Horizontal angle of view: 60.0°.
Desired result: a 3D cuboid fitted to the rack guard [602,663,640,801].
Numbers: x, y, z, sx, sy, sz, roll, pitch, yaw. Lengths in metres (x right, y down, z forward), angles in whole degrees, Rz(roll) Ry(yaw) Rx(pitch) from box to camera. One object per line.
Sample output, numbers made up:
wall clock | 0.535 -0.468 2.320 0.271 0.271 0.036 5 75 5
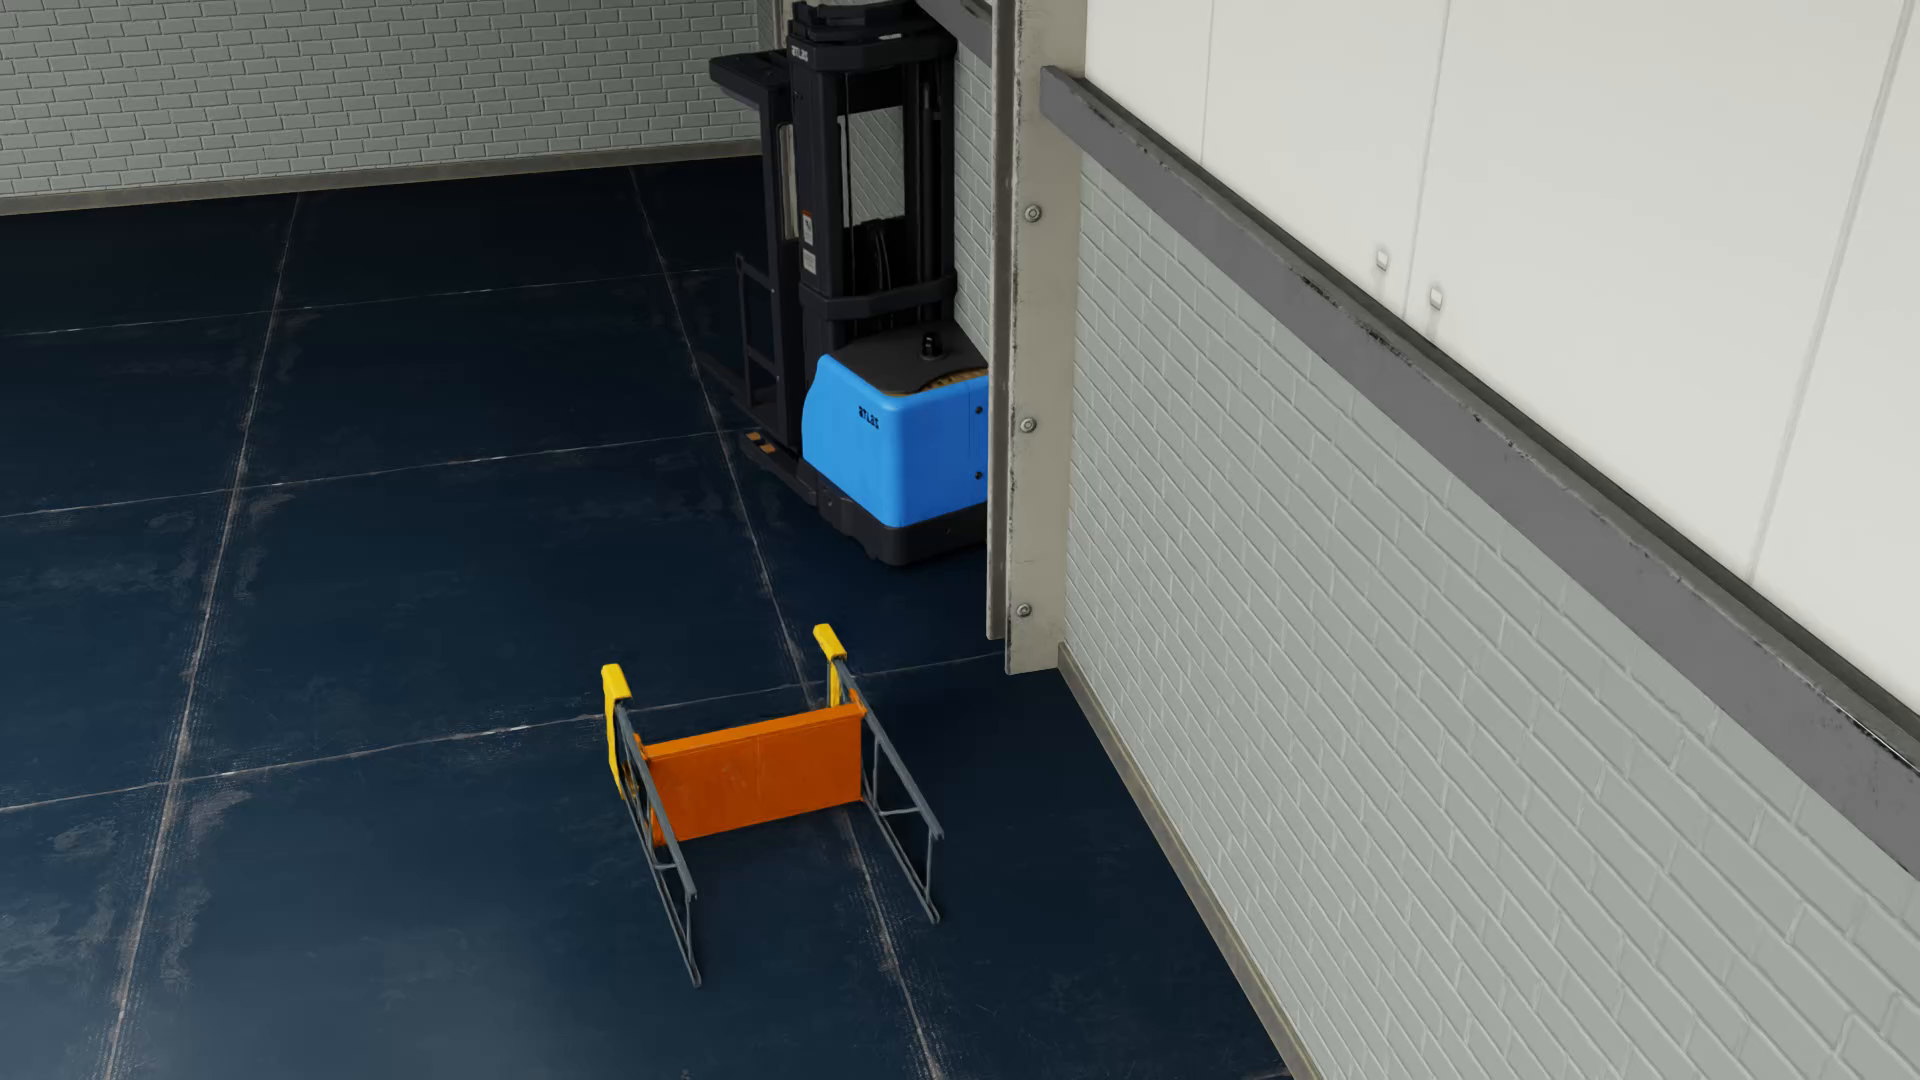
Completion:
rack guard | -1.535 0.870 7.526 0.087 0.587 0.250 -10 34 -21

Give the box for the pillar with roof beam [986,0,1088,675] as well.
pillar with roof beam | -3.811 -2.744 5.507 9.100 9.000 0.400 -8 31 -13

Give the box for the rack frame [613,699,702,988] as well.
rack frame | -1.313 1.183 7.032 0.032 0.500 1.500 -10 34 -21

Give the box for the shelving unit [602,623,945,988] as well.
shelving unit | -0.836 1.099 7.213 1.083 0.587 1.500 -10 34 -21

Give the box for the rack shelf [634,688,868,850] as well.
rack shelf | -0.913 1.011 7.350 1.000 0.538 0.185 -10 34 -21

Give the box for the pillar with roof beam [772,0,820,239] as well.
pillar with roof beam | -5.403 -5.641 10.514 9.100 9.000 0.400 -8 31 -13

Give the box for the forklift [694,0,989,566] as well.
forklift | -0.754 -1.822 9.973 1.130 2.935 3.031 -18 34 -28

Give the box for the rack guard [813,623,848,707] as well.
rack guard | -0.617 0.708 7.875 0.087 0.587 0.250 -10 34 -21

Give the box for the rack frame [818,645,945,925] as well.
rack frame | -0.376 1.017 7.389 0.032 0.500 1.500 -10 34 -21
